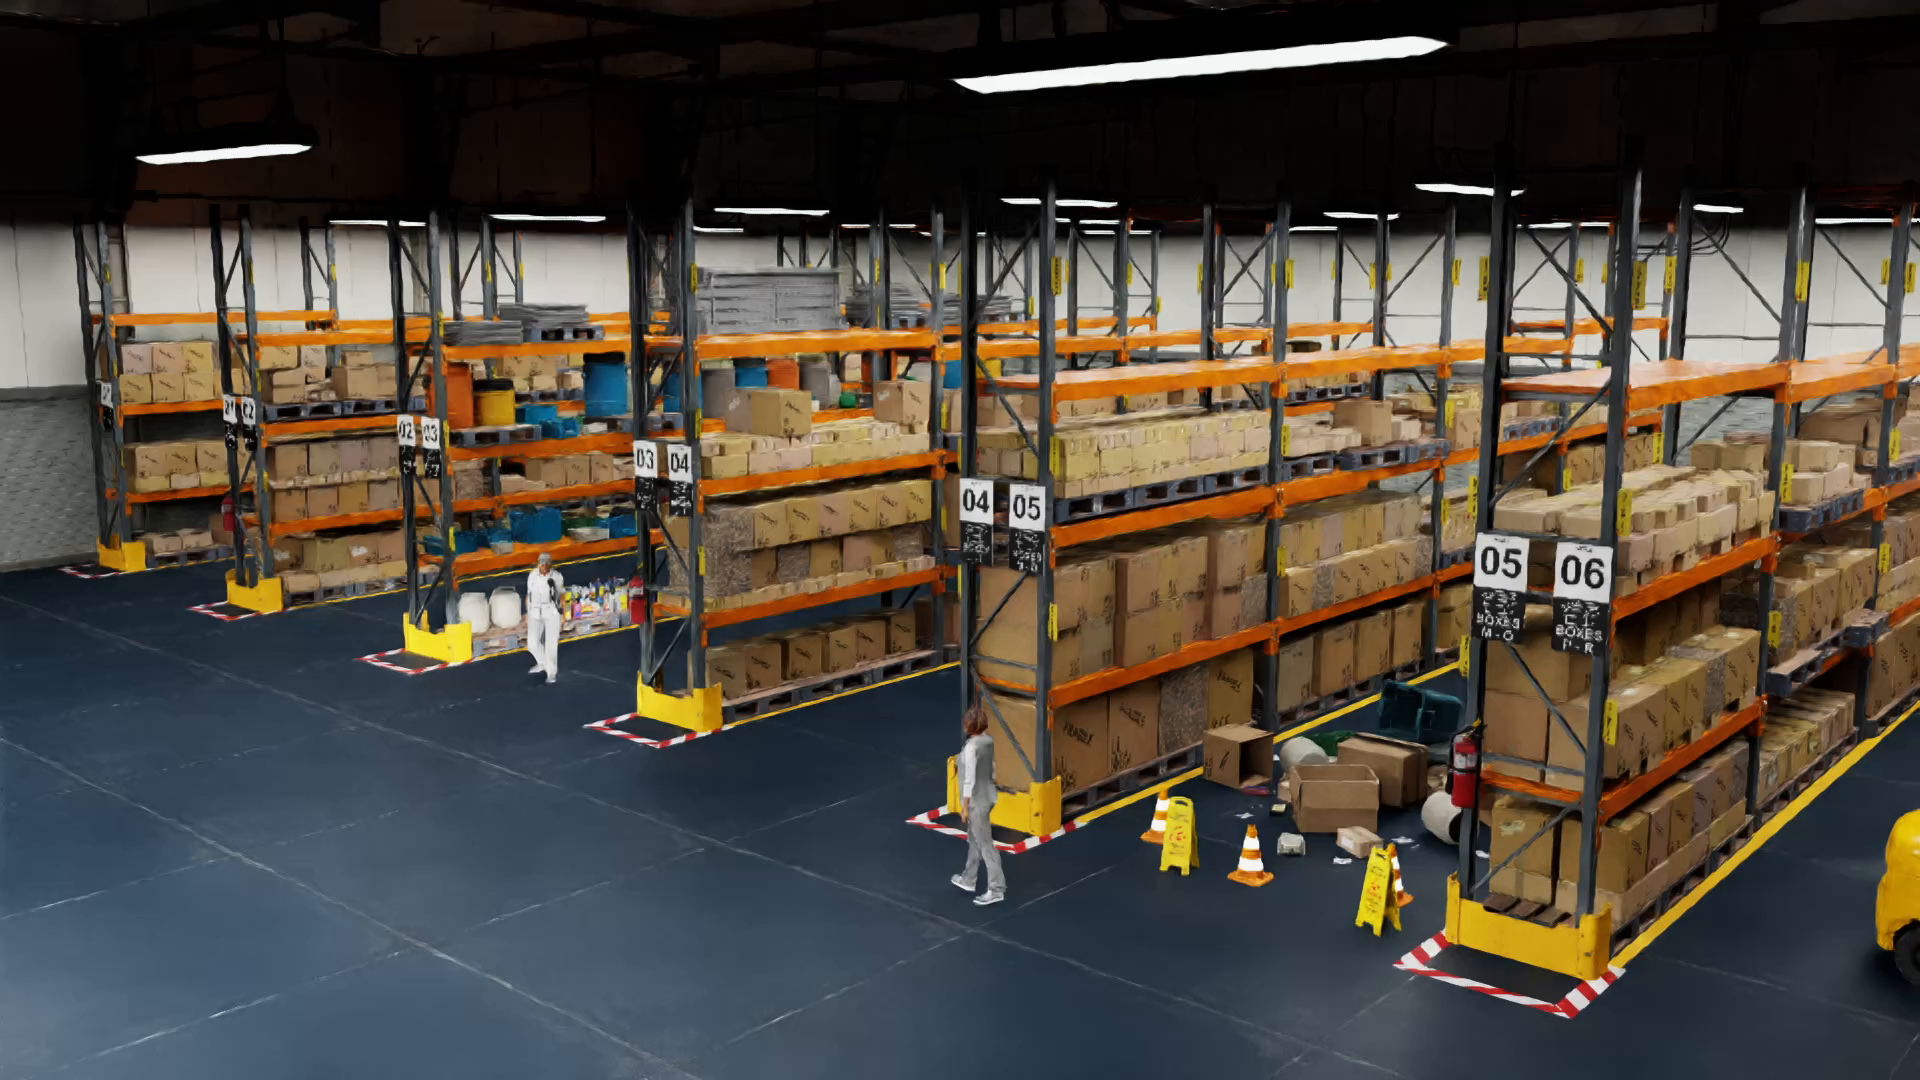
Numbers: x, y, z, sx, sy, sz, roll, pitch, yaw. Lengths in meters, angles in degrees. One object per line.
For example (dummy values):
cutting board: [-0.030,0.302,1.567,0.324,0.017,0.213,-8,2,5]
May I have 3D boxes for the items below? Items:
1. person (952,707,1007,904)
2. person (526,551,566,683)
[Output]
person: [0.136,2.143,13.614,0.571,1.583,0.536,4,10,21]
person: [-5.170,0.934,20.723,0.554,1.651,0.590,1,10,5]
